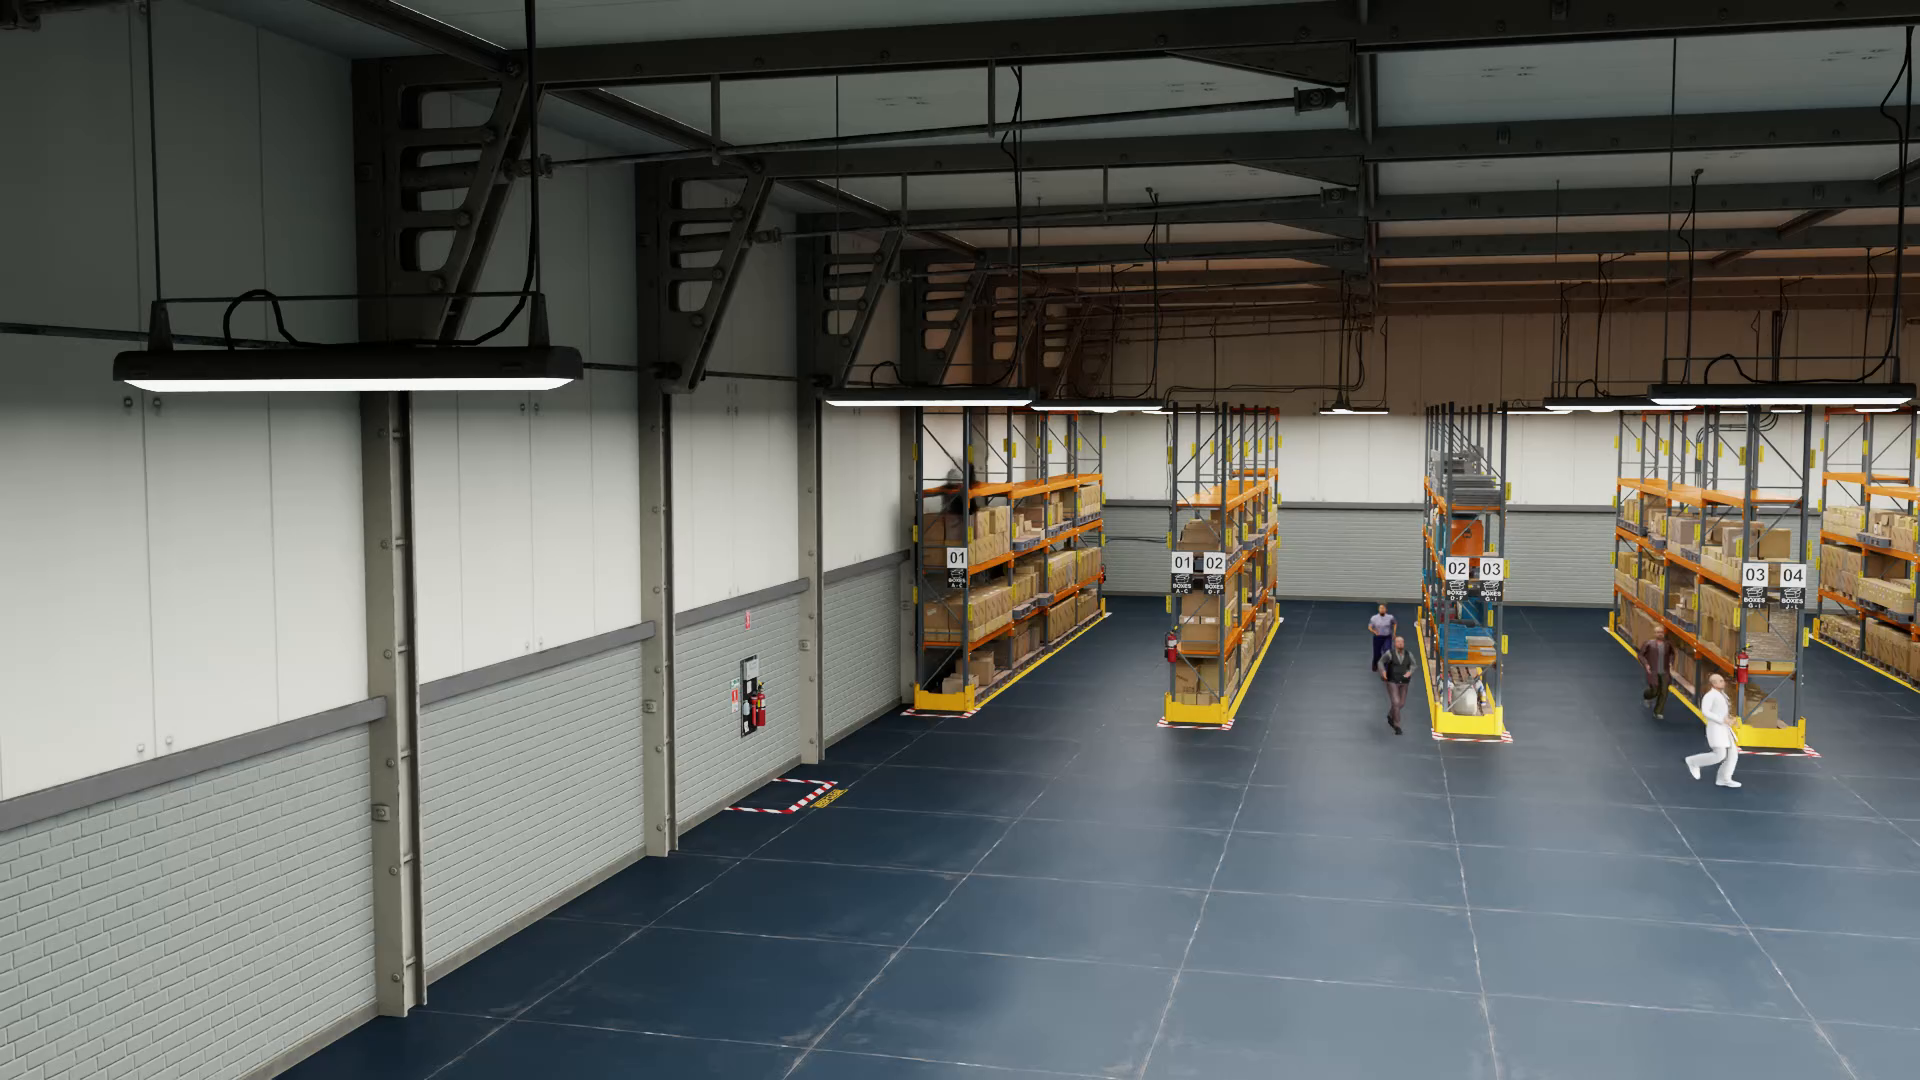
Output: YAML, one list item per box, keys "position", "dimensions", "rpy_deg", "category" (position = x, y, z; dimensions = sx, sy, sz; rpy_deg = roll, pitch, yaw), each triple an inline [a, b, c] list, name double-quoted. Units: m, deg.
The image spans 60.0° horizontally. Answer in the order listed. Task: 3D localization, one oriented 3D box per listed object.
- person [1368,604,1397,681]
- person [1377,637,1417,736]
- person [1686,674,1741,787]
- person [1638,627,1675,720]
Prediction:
- position: [9.280, 2.226, 36.511]
  dimensions: [0.615, 1.644, 0.898]
  rpy_deg: [1, 4, 14]
  category: "person"
- position: [7.989, 2.636, 30.301]
  dimensions: [0.700, 1.756, 0.843]
  rpy_deg: [0, 4, -1]
  category: "person"
- position: [11.745, 2.946, 25.839]
  dimensions: [0.803, 1.733, 0.717]
  rpy_deg: [4, 6, 45]
  category: "person"
- position: [13.293, 2.521, 31.695]
  dimensions: [0.711, 1.743, 0.756]
  rpy_deg: [0, 4, 3]
  category: "person"
